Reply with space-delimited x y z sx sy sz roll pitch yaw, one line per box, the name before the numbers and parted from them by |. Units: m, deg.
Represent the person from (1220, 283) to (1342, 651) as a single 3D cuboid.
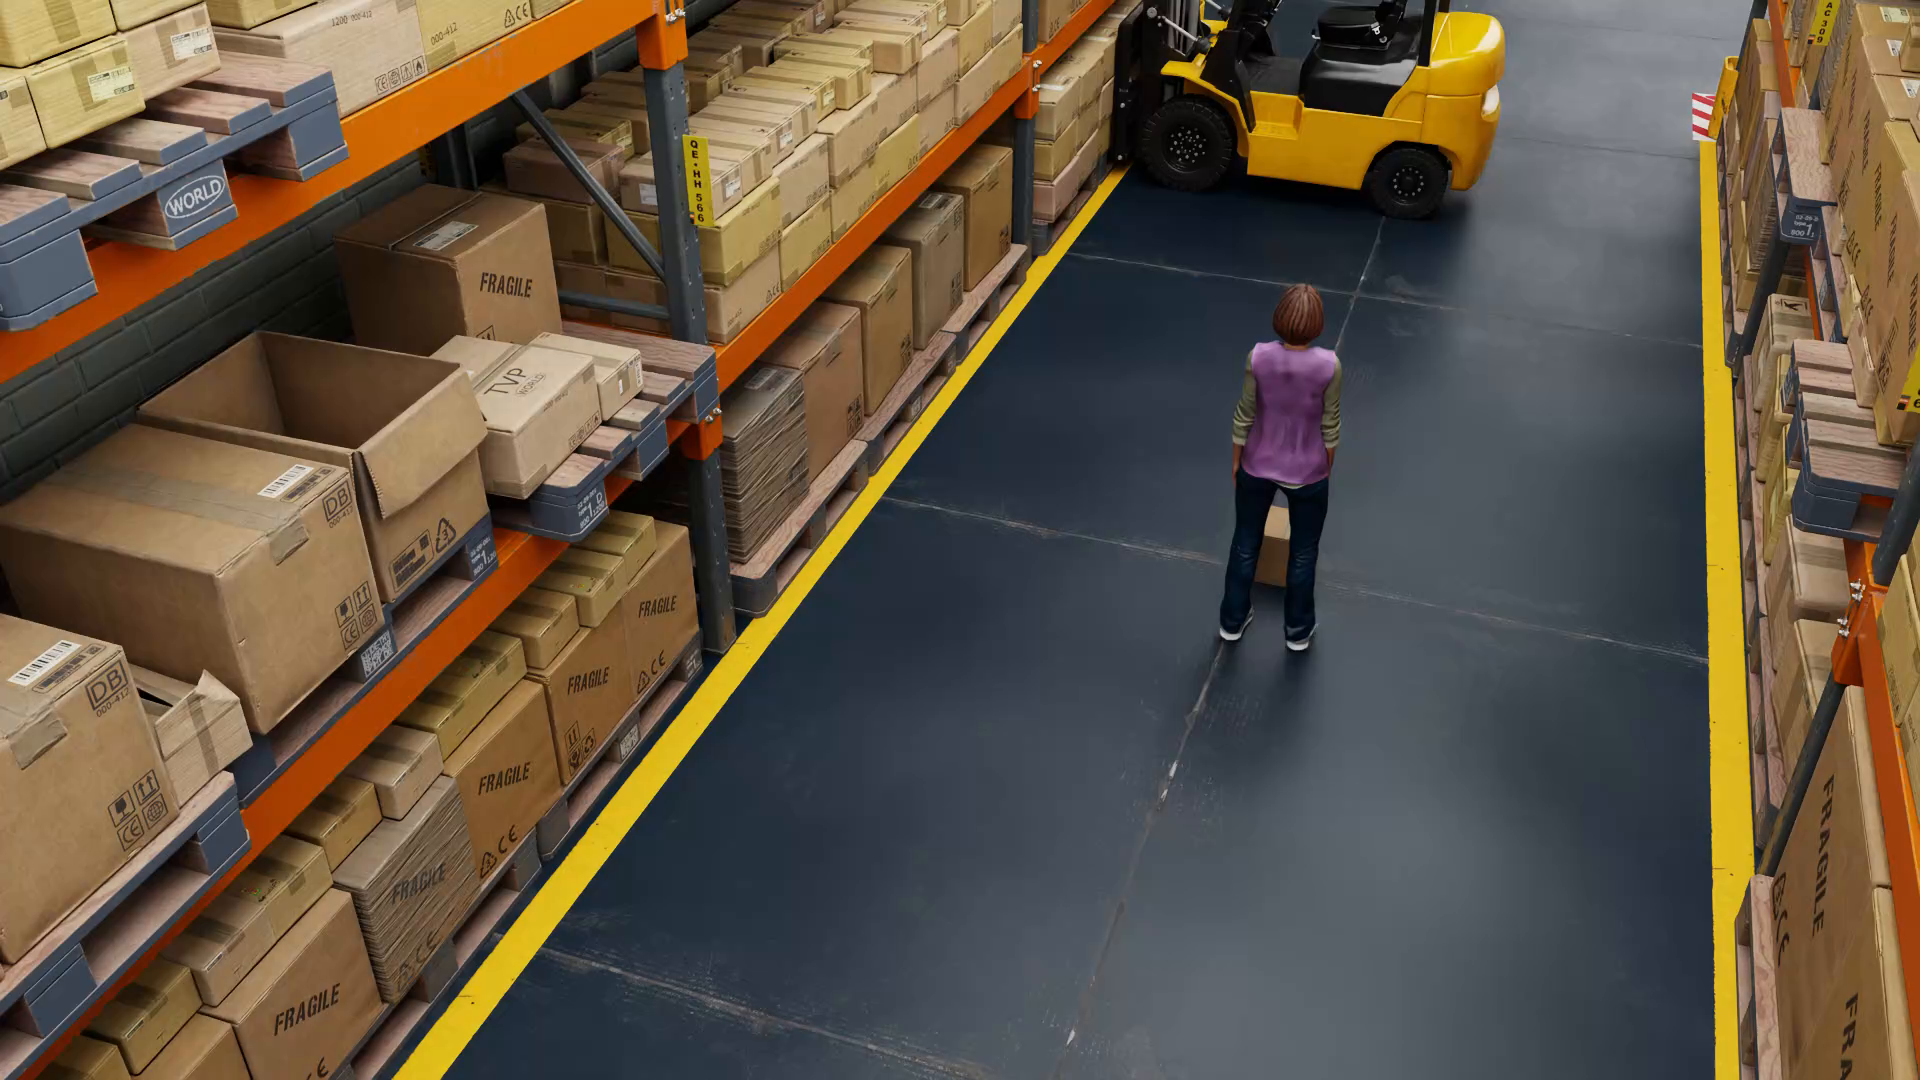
person | 1.276 -0.279 6.570 0.422 1.591 0.324 12 35 17
